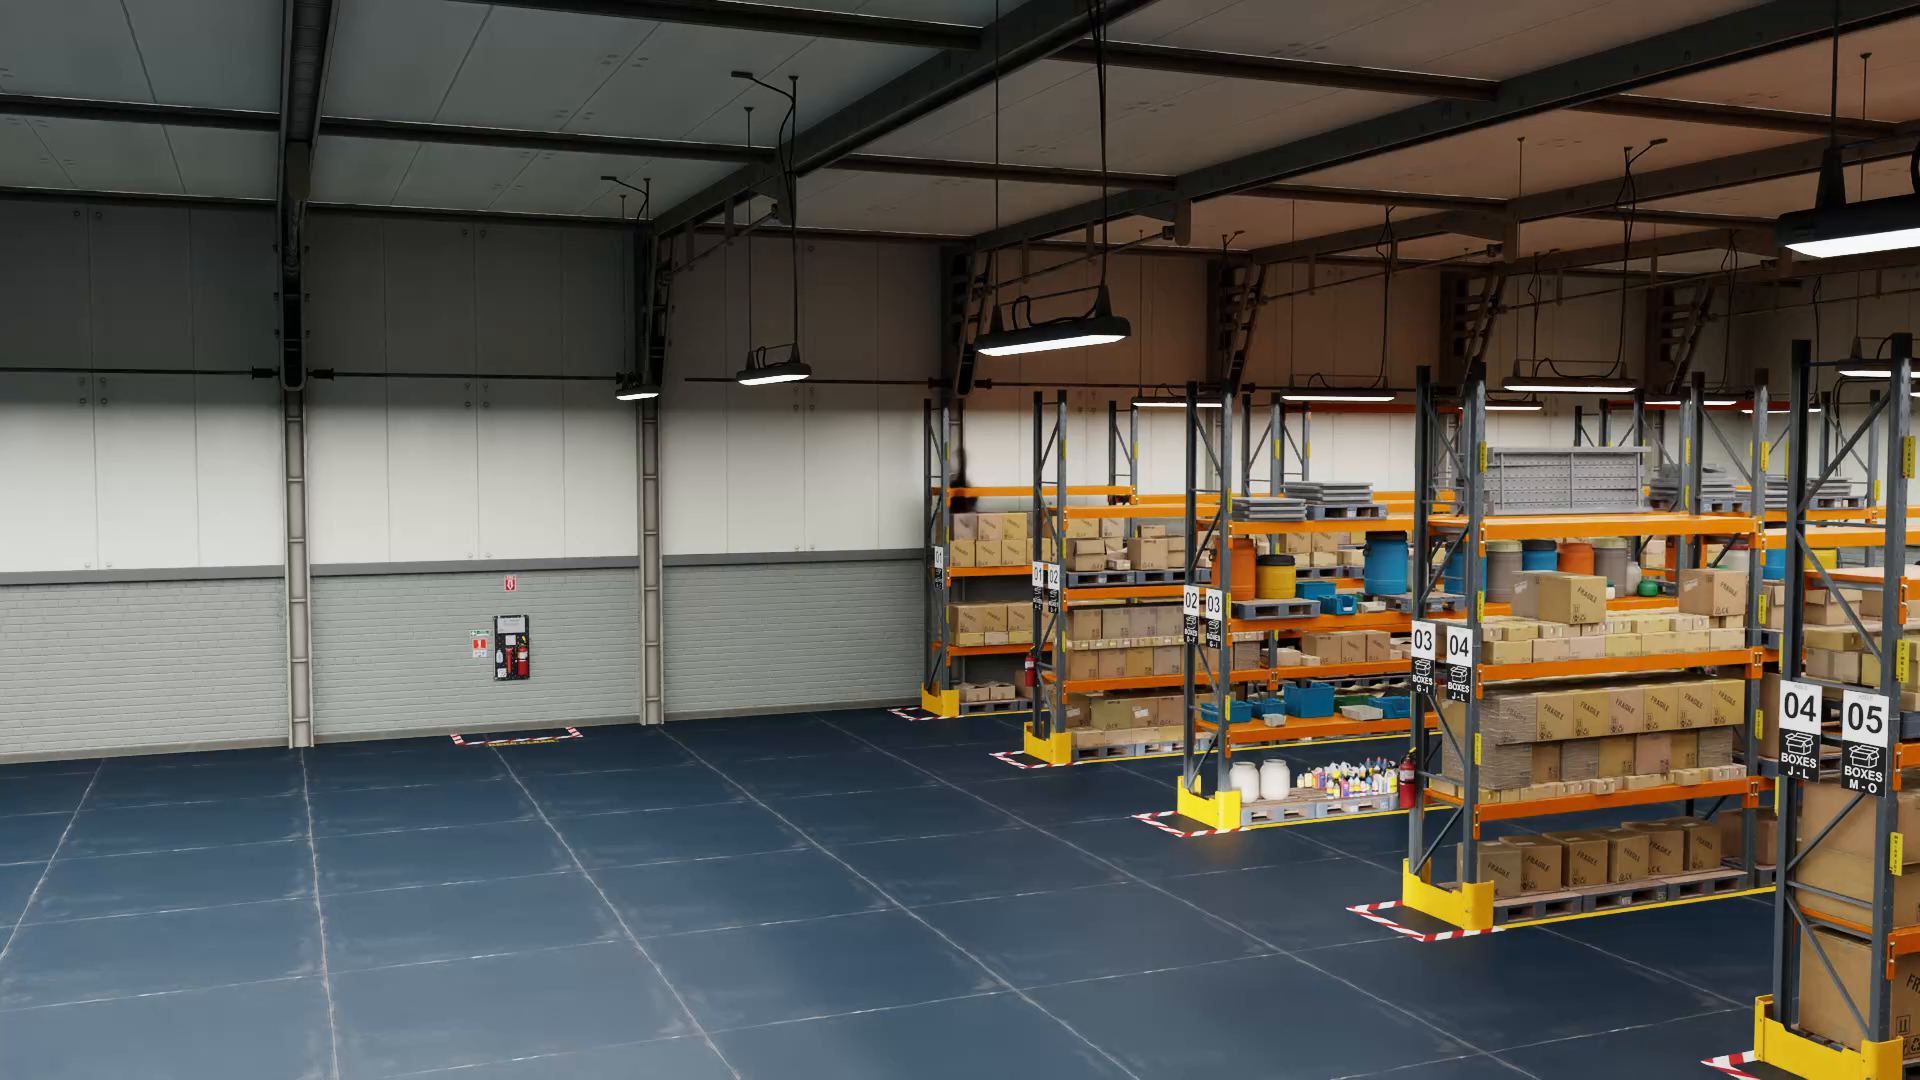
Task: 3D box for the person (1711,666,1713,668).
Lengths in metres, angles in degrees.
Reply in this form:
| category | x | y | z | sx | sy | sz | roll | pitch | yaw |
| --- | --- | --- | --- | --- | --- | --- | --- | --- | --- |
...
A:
| category | x | y | z | sx | sy | sz | roll | pitch | yaw |
| --- | --- | --- | --- | --- | --- | --- | --- | --- | --- |
| person | 16.060 | 2.303 | 34.904 | 0.517 | 1.626 | 0.658 | -2 | 4 | -35 |
